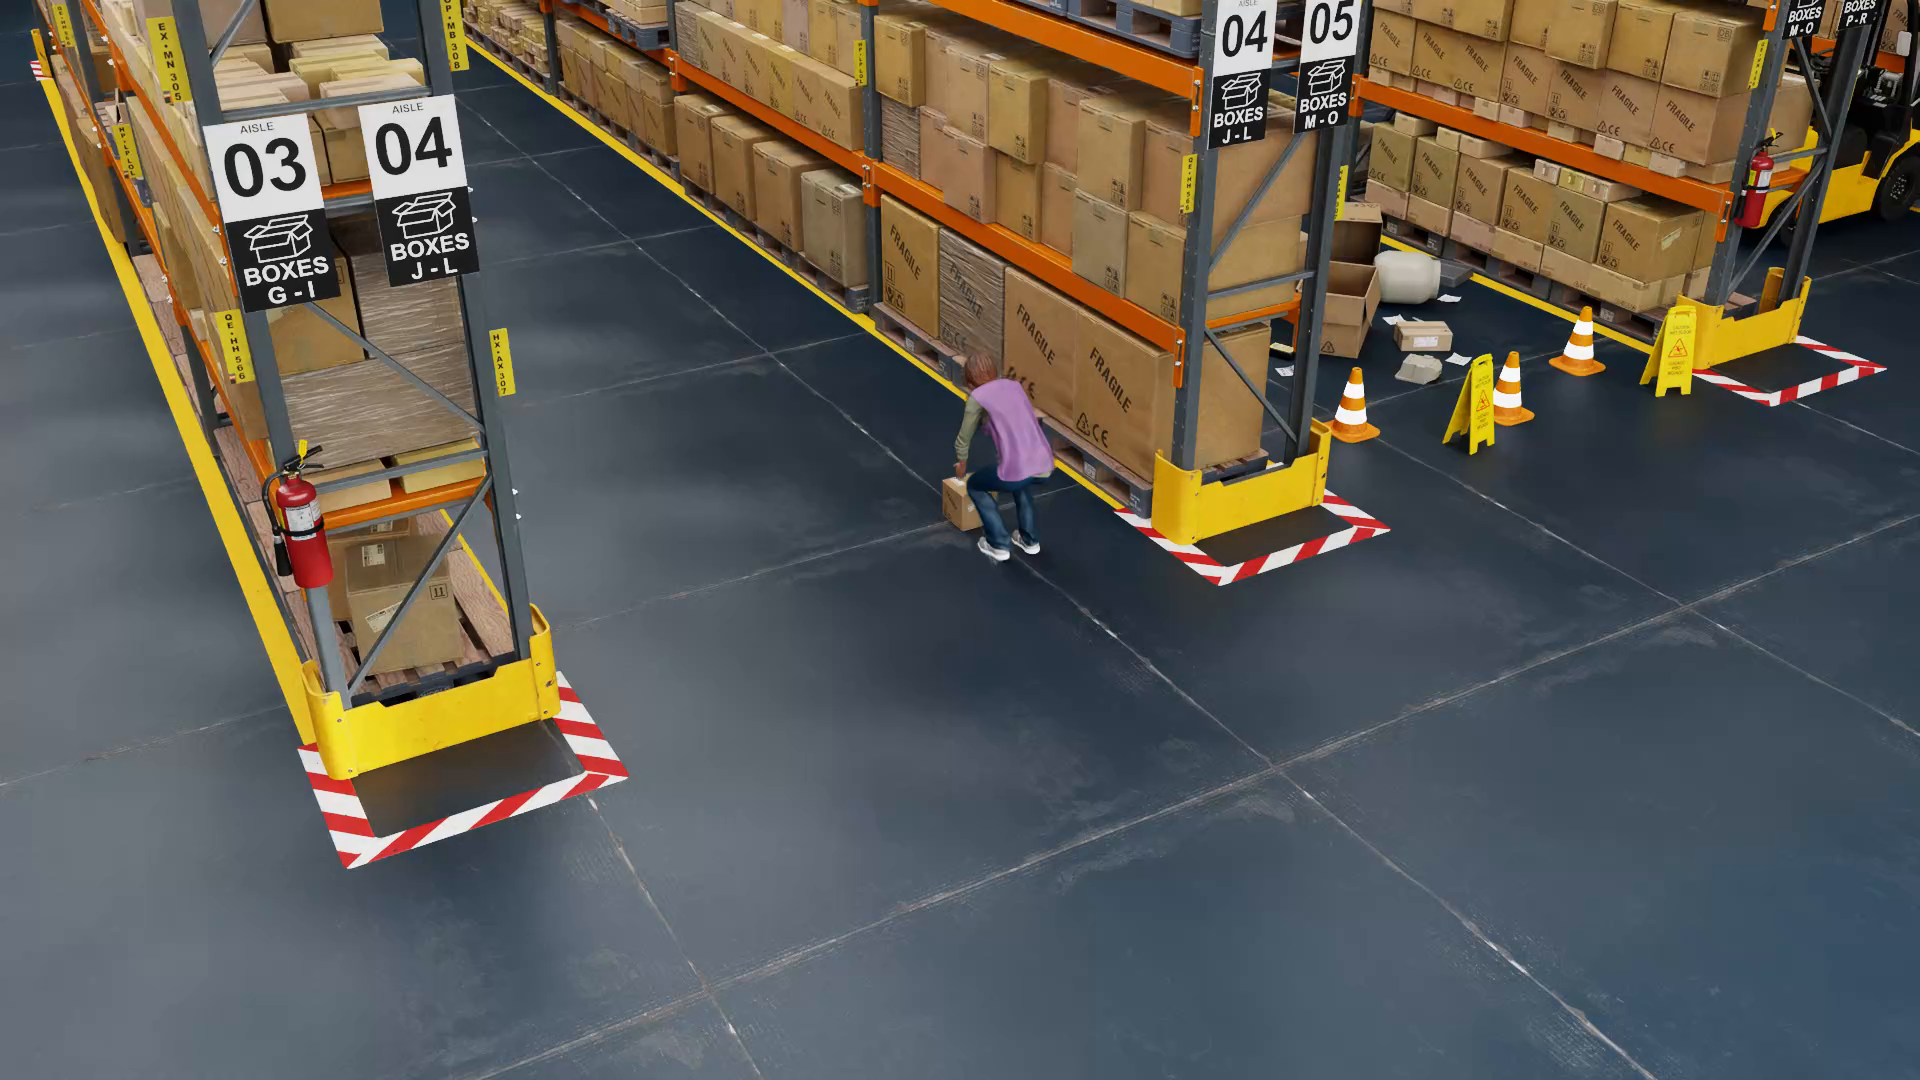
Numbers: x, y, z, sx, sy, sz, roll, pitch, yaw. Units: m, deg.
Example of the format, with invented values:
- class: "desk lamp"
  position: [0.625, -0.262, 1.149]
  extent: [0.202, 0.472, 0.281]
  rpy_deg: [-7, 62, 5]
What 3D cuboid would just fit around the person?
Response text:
- class: "person"
  position: [0.245, -0.458, 9.810]
  extent: [0.463, 1.171, 0.714]
  rpy_deg: [-16, 33, -26]
